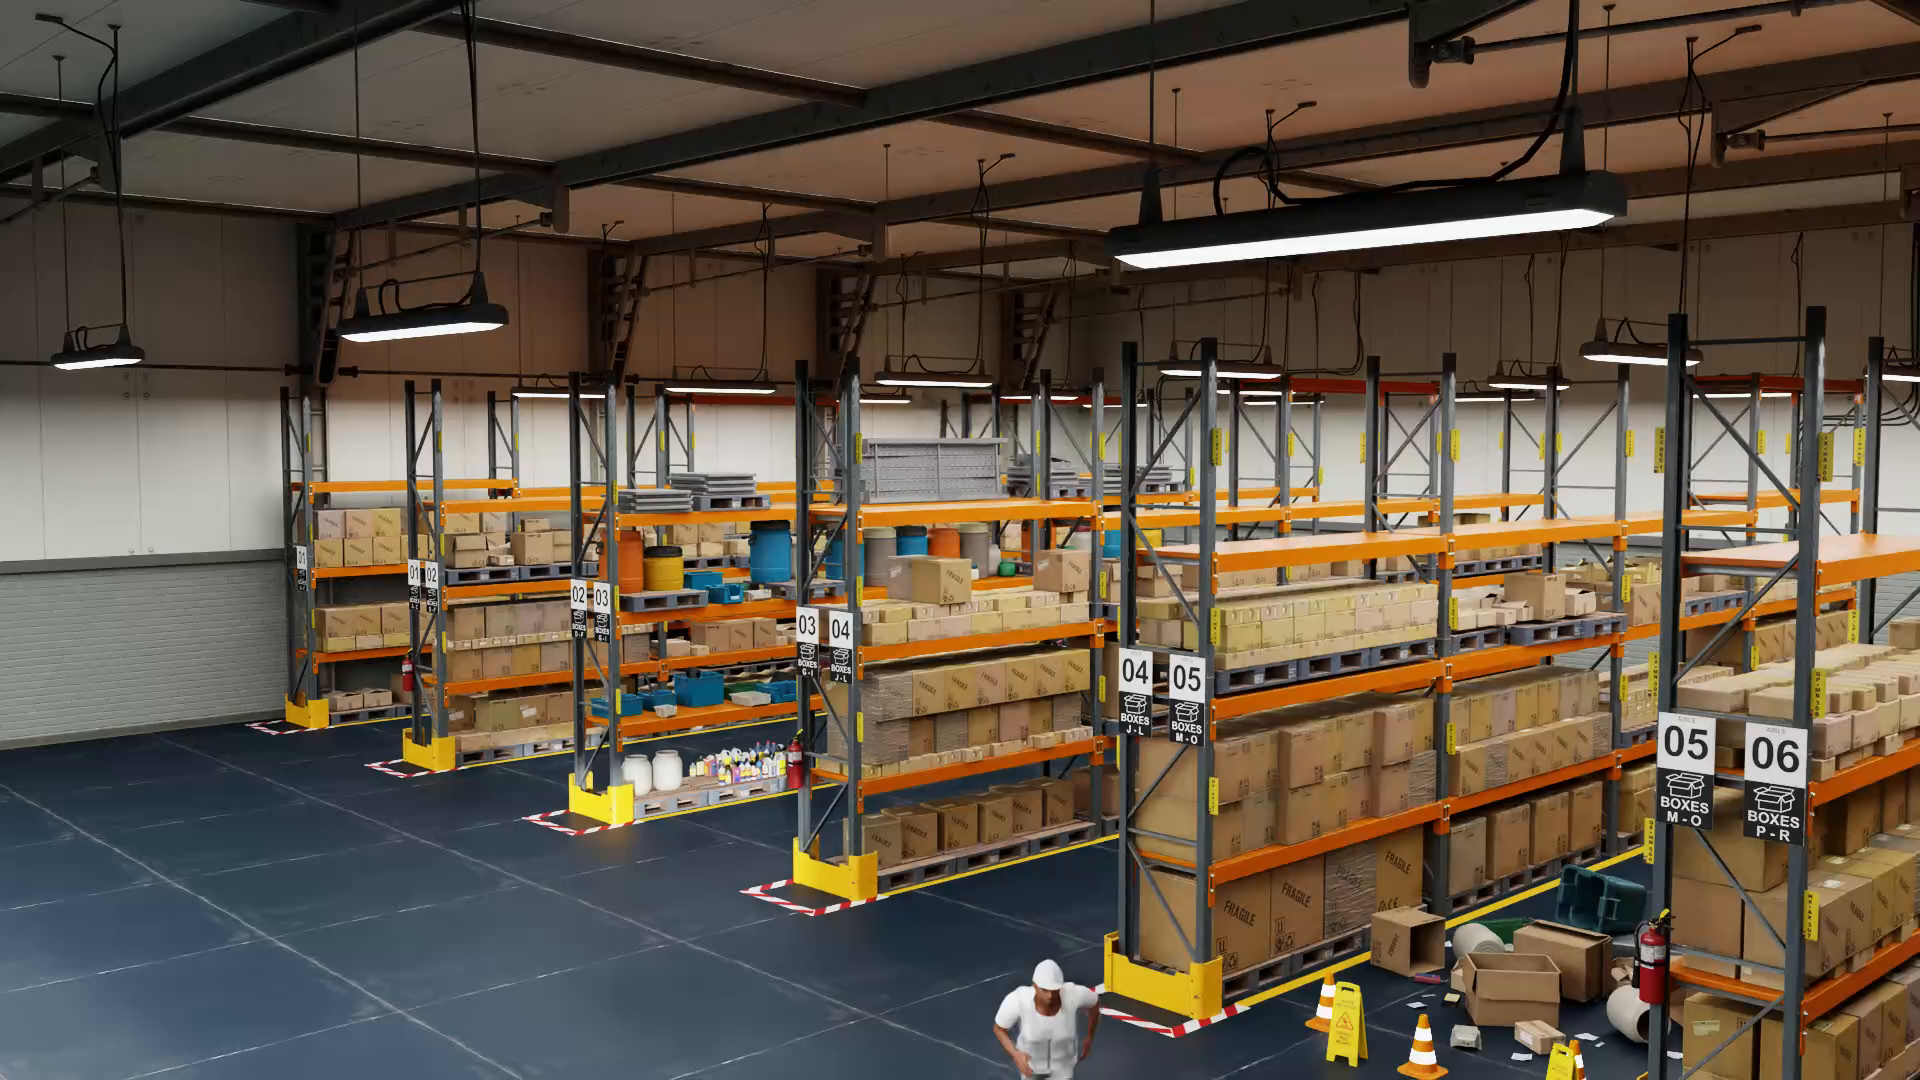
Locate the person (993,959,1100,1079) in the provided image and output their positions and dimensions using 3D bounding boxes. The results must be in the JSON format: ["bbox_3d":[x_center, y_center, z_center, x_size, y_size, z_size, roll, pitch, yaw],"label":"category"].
[{"bbox_3d":[0.586,3.615,11.398,0.741,1.711,1.055,0,4,-4],"label":"person"}]
